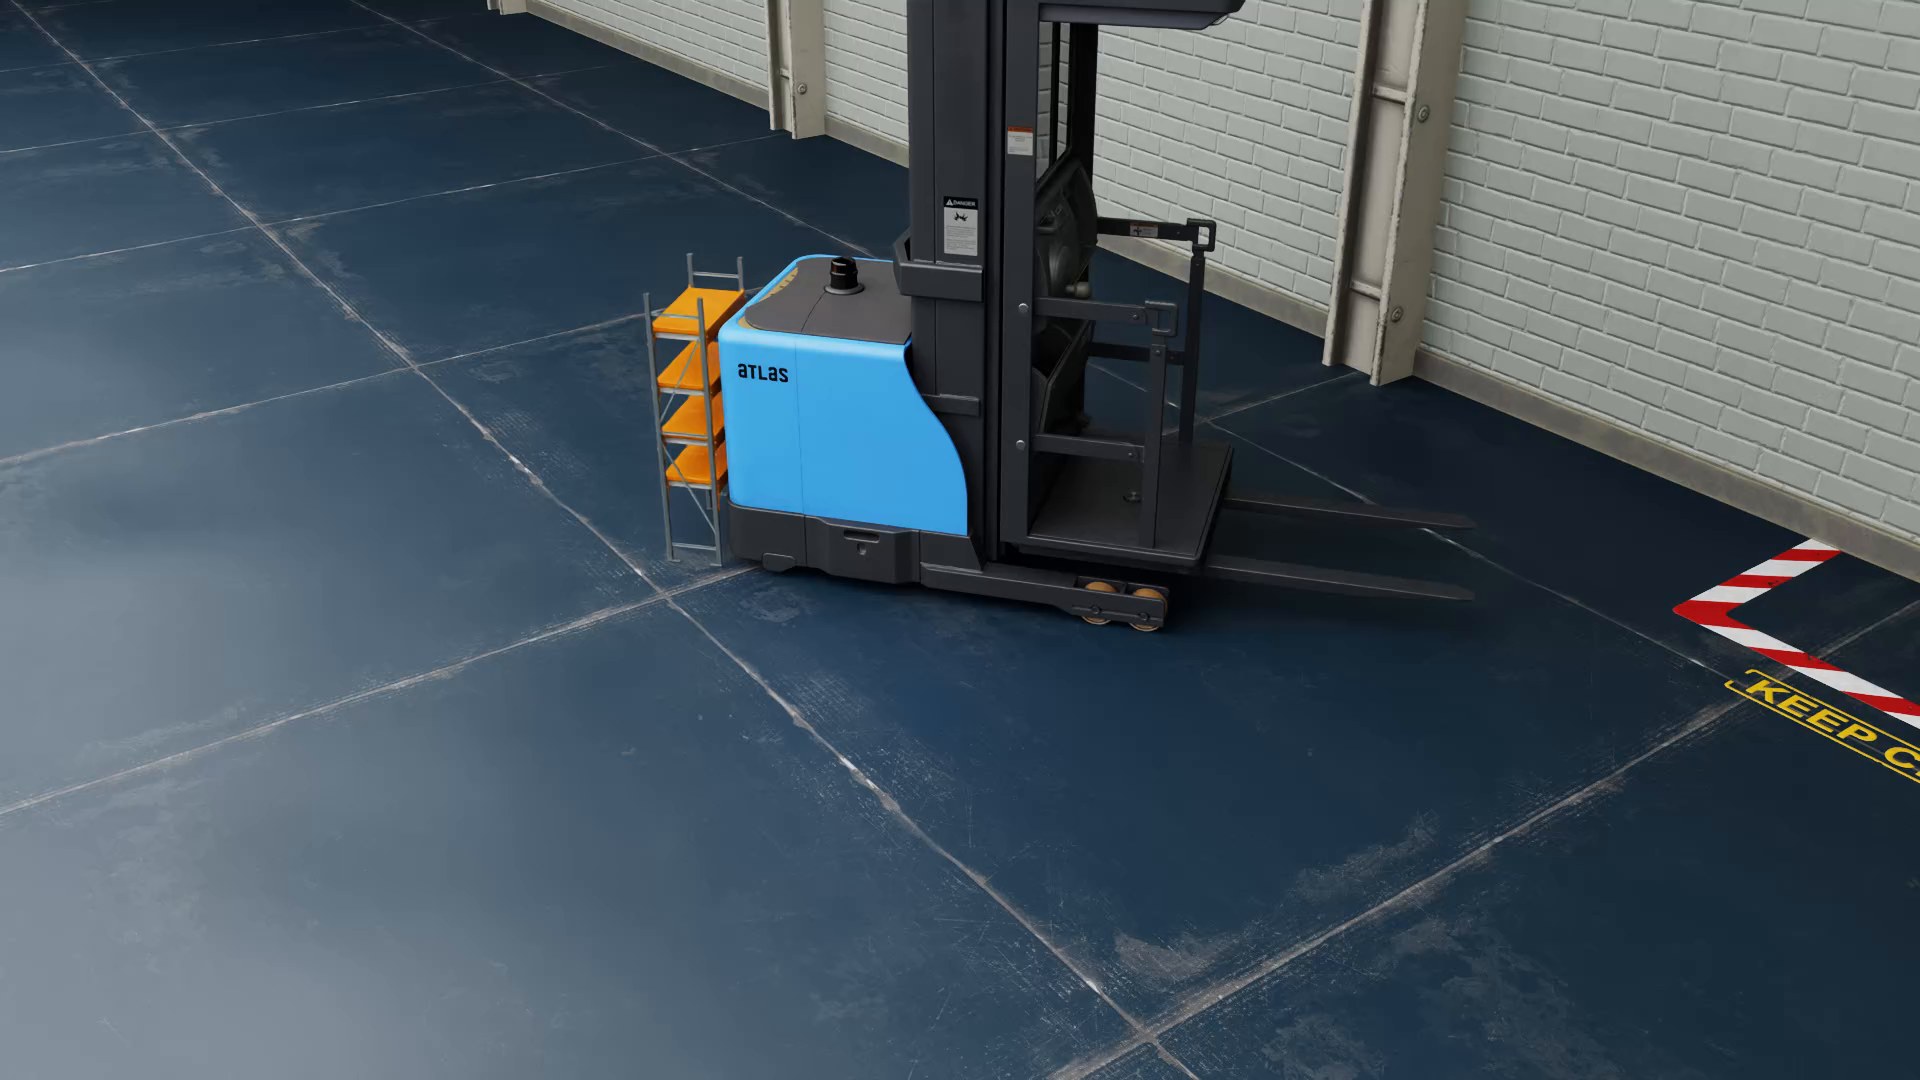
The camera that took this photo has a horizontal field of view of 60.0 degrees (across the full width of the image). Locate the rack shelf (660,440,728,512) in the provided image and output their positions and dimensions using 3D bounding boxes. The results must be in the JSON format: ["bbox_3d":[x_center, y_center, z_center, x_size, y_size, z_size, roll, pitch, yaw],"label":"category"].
[{"bbox_3d":[-1.072,-0.307,7.114,0.258,0.148,0.480,6,29,10],"label":"rack shelf"}]

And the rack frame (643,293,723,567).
[{"bbox_3d":[-1.122,-0.426,6.777,0.240,1.200,0.015,6,29,10],"label":"rack frame"}]

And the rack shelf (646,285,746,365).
[{"bbox_3d":[-1.070,-0.886,6.799,0.258,0.148,0.480,6,29,10],"label":"rack shelf"}]

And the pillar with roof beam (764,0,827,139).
[{"bbox_3d":[-4.786,-6.021,8.908,9.100,9.000,0.400,-19,34,-31],"label":"pillar with roof beam"}]

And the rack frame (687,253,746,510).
[{"bbox_3d":[-1.020,-0.654,7.197,0.240,1.200,0.015,6,29,10],"label":"rack frame"}]

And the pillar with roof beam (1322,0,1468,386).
[{"bbox_3d":[-1.306,-3.689,4.613,9.100,9.000,0.400,-19,34,-31],"label":"pillar with roof beam"}]

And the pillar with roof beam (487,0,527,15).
[{"bbox_3d":[-8.266,-8.354,13.203,9.100,9.000,0.400,-19,34,-31],"label":"pillar with roof beam"}]

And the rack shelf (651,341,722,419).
[{"bbox_3d":[-1.071,-0.678,6.912,0.258,0.148,0.480,6,29,10],"label":"rack shelf"}]

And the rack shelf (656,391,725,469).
[{"bbox_3d":[-1.071,-0.481,7.019,0.258,0.148,0.480,6,29,10],"label":"rack shelf"}]

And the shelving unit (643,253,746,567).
[{"bbox_3d":[-1.071,-0.540,6.987,0.258,1.200,0.503,6,29,10],"label":"shelving unit"}]

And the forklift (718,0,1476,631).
[{"bbox_3d":[0.601,-1.209,6.405,3.031,2.935,1.130,8,29,14],"label":"forklift"}]
